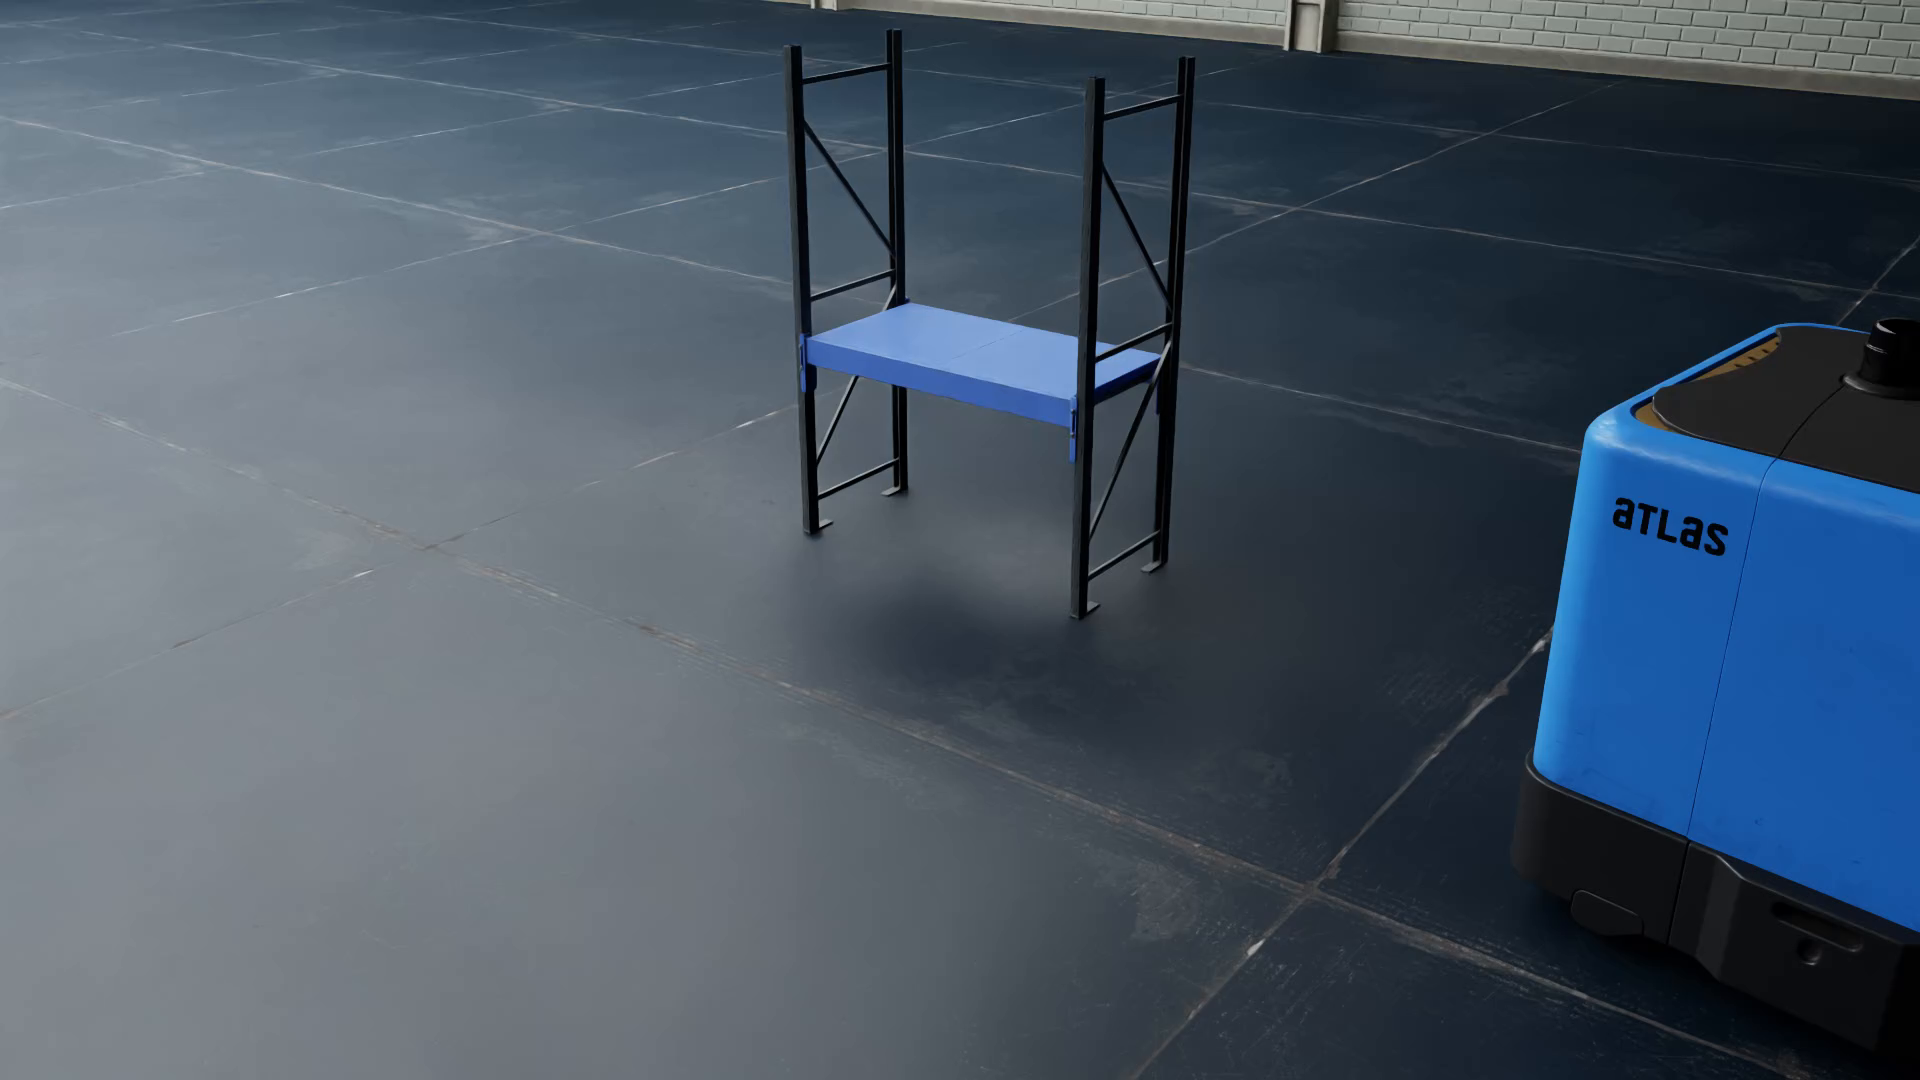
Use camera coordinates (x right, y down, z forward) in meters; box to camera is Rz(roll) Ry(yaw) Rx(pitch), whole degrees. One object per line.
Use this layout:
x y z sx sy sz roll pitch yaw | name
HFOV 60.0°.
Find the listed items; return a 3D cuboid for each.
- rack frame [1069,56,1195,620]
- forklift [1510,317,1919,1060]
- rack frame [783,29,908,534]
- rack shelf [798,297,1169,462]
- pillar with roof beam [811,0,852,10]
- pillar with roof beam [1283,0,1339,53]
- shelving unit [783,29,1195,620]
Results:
0.475 -0.543 4.622 0.032 1.500 0.500 17 29 33 | rack frame
2.560 -0.303 2.303 1.130 2.935 3.031 -22 32 -40 | forklift
-0.339 -0.789 5.180 0.032 1.500 0.500 17 29 33 | rack frame
0.068 -0.501 4.973 1.000 0.185 0.538 17 29 33 | rack shelf
-4.051 -8.858 14.194 0.400 9.000 9.100 17 29 33 | pillar with roof beam
0.750 -7.407 10.901 0.400 9.000 9.100 17 29 33 | pillar with roof beam
0.068 -0.666 4.901 1.048 1.500 0.538 17 29 33 | shelving unit
